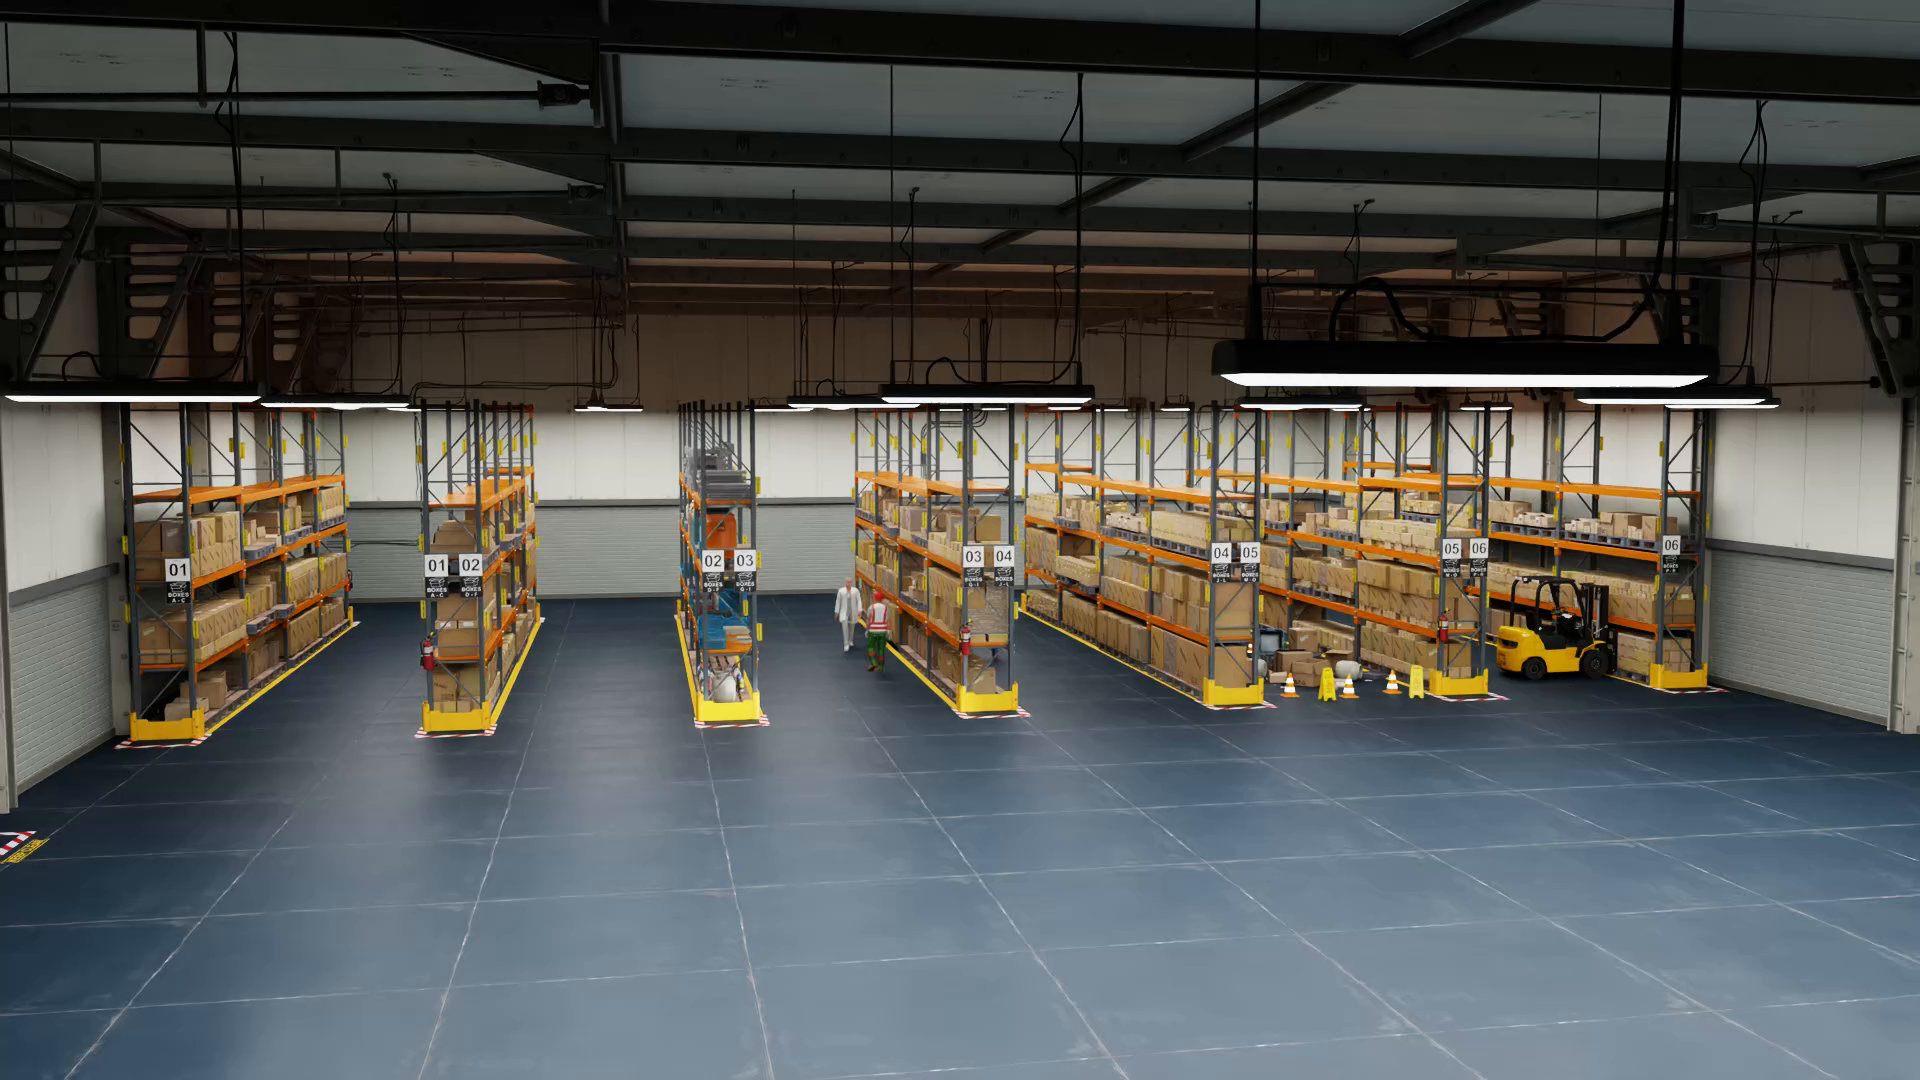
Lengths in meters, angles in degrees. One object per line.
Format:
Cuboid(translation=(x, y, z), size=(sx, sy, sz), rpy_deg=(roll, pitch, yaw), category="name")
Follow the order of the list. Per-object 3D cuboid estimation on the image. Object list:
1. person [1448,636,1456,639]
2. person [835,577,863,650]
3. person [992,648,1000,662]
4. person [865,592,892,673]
Cuboid(translation=(11.228, 1.973, 38.159), size=(0.609, 1.787, 0.385), rpy_deg=(-3, 5, -34), category="person")
Cuboid(translation=(-2.713, 1.774, 40.552), size=(0.658, 1.718, 1.102), rpy_deg=(-1, 4, -10), category="person")
Cuboid(translation=(0.845, 1.988, 38.774), size=(0.503, 1.587, 1.034), rpy_deg=(-1, 4, -14), category="person")
Cuboid(translation=(-1.794, 2.049, 36.775), size=(0.582, 1.790, 0.506), rpy_deg=(-1, 4, -10), category="person")
